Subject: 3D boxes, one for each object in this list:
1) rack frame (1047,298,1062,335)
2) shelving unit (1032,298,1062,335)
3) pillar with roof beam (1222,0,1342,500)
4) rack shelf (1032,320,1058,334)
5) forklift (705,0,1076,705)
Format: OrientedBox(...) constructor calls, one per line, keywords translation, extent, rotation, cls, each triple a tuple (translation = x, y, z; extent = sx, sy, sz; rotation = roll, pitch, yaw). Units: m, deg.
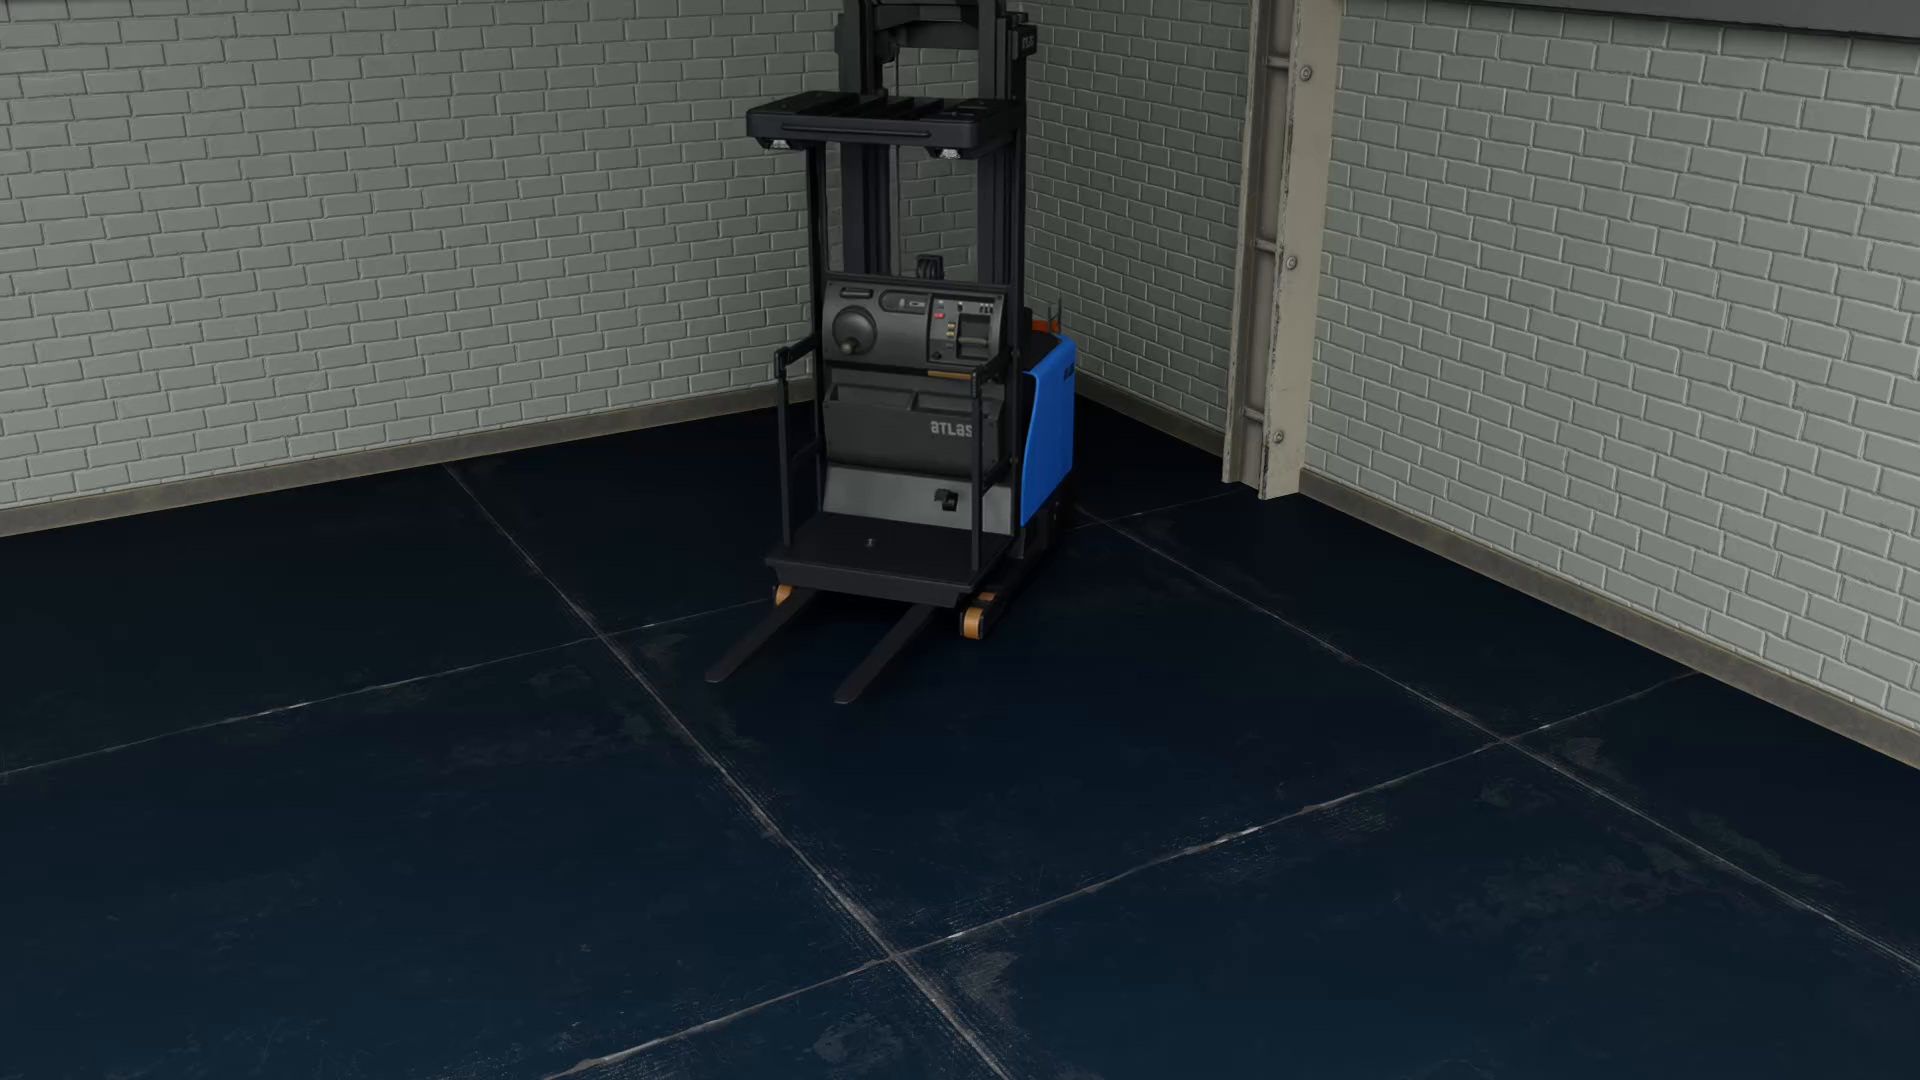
OrientedBox(translation=(0.538, -0.791, 9.665), extent=(0.015, 1.200, 0.240), rotation=(7, 23, 18), cls="rack frame")
OrientedBox(translation=(0.307, -0.821, 9.738), extent=(0.503, 1.200, 0.258), rotation=(7, 23, 18), cls="shelving unit")
OrientedBox(translation=(-1.865, -3.672, 6.394), extent=(9.100, 9.000, 0.400), rotation=(-13, 25, -28), cls="pillar with roof beam")
OrientedBox(translation=(0.307, -1.185, 9.590), extent=(0.480, 0.148, 0.258), rotation=(7, 23, 18), cls="rack shelf")
OrientedBox(translation=(-0.302, -1.040, 7.977), extent=(1.130, 2.935, 3.031), rotation=(7, 23, 18), cls="forklift")
